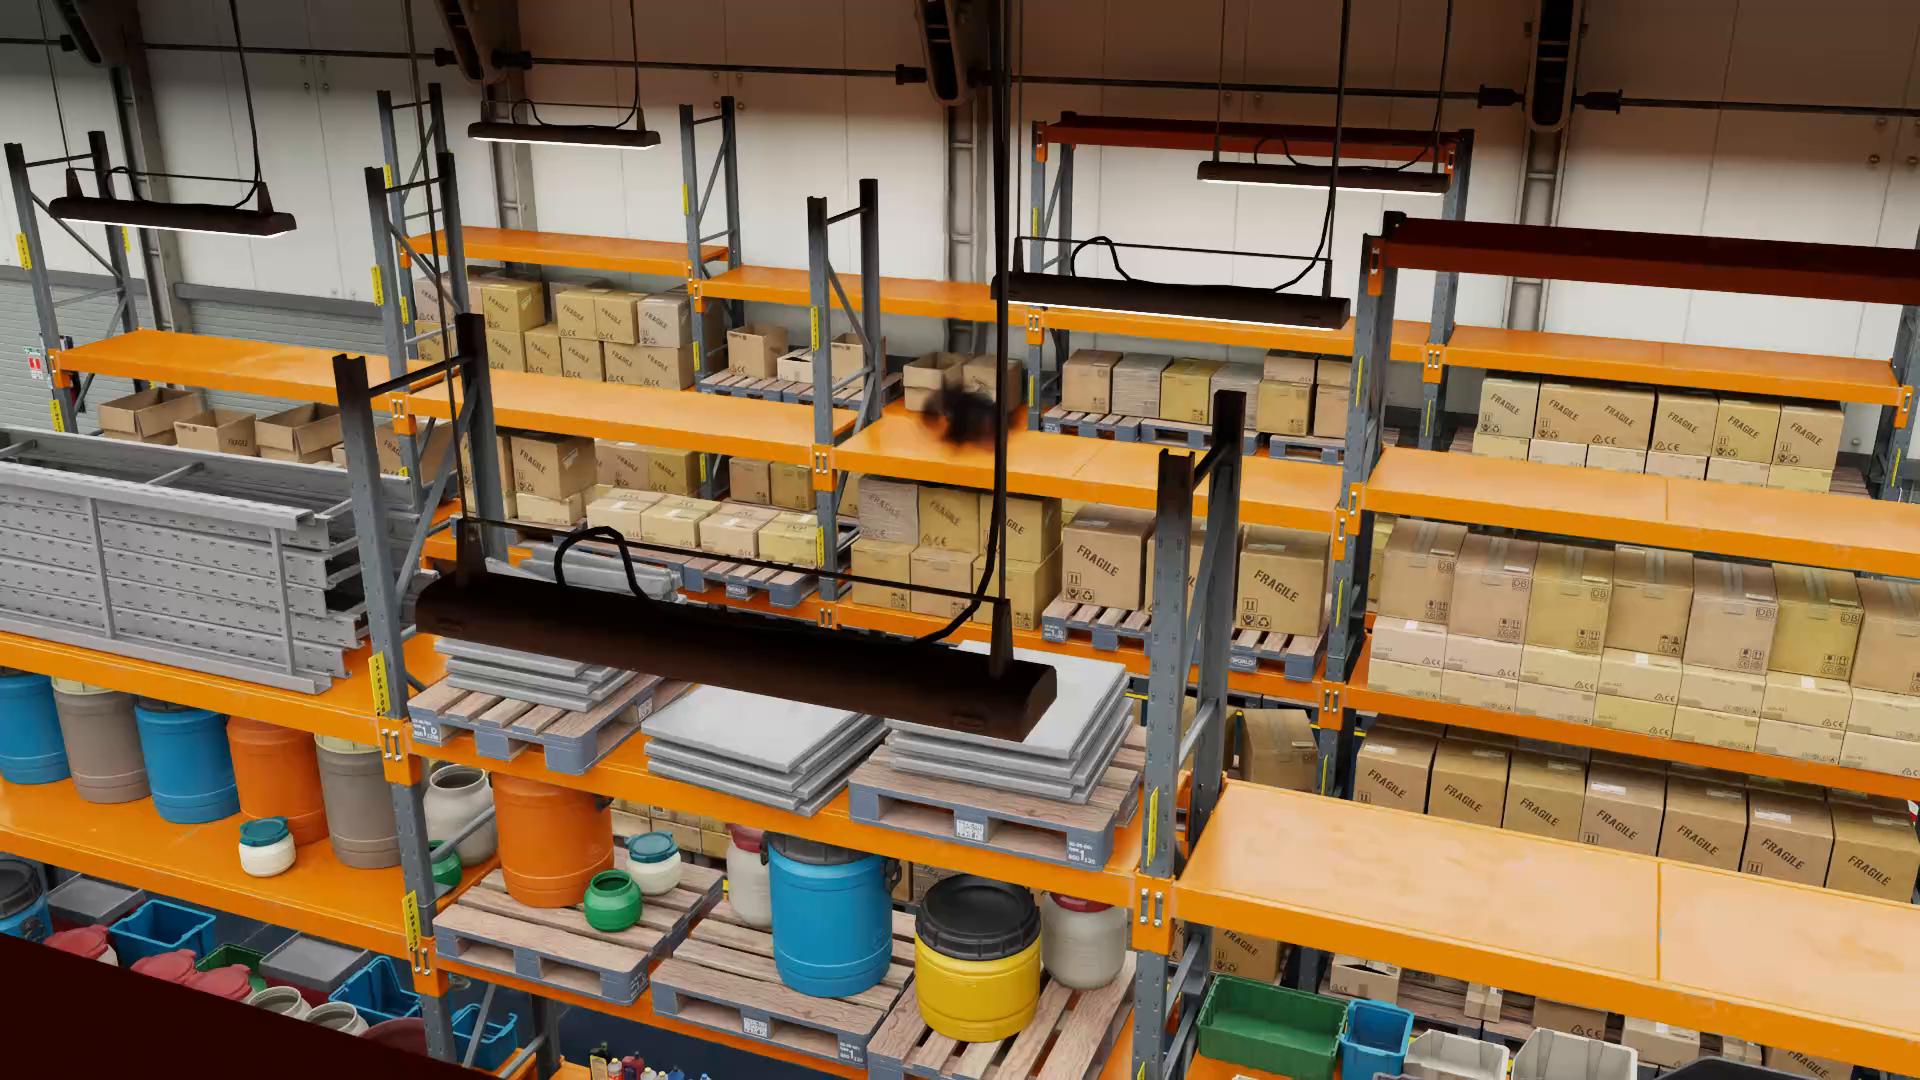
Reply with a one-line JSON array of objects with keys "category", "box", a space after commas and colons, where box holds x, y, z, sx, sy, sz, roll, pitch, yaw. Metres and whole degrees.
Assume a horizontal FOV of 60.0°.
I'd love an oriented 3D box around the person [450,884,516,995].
[{"category": "person", "box": [-3.631, 2.679, 12.286, 0.775, 1.635, 0.630, 7, 22, 17]}]
